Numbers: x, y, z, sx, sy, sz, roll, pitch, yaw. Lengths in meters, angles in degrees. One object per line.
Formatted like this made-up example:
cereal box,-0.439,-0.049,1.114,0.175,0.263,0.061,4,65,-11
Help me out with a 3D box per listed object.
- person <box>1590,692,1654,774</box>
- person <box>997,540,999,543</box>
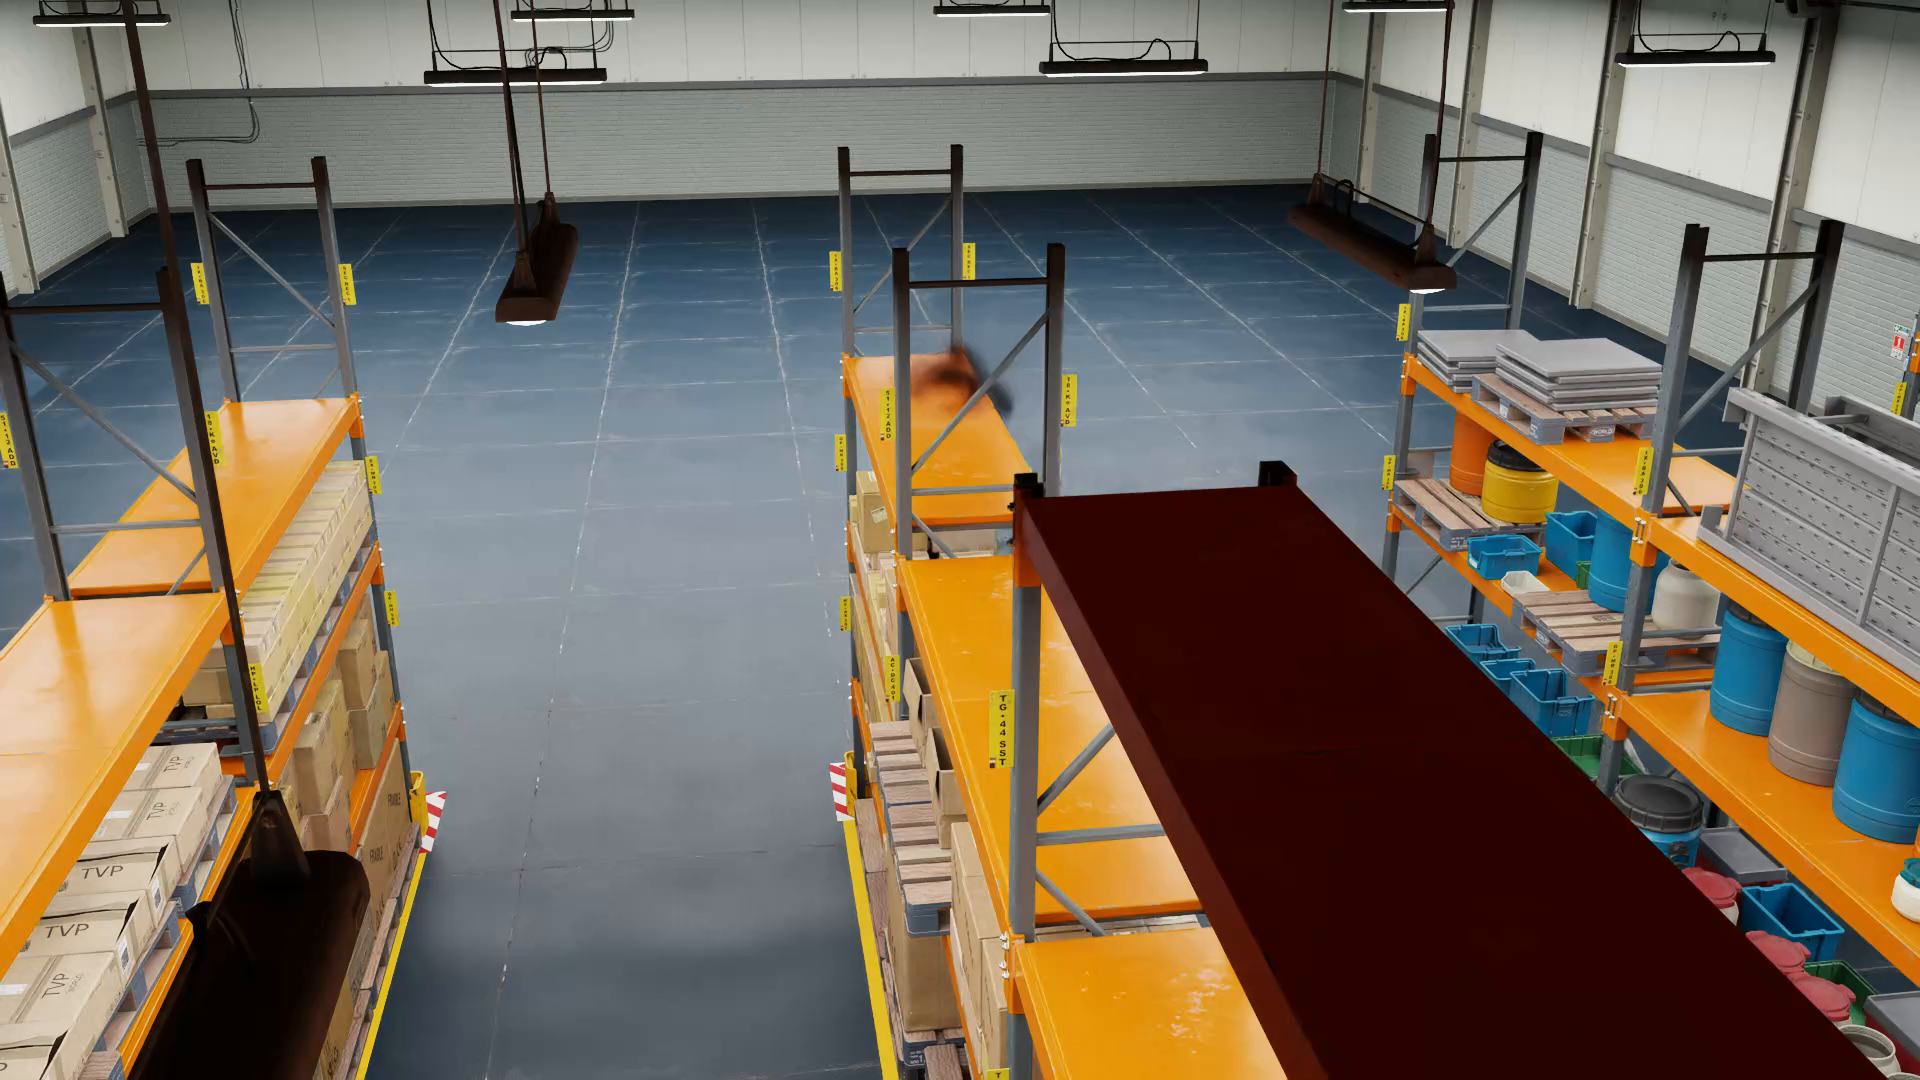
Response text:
person,6.137,1.578,15.439,0.633,1.655,0.538,-7,23,-16
person,0.070,-0.408,20.337,0.801,1.738,0.685,3,22,8
